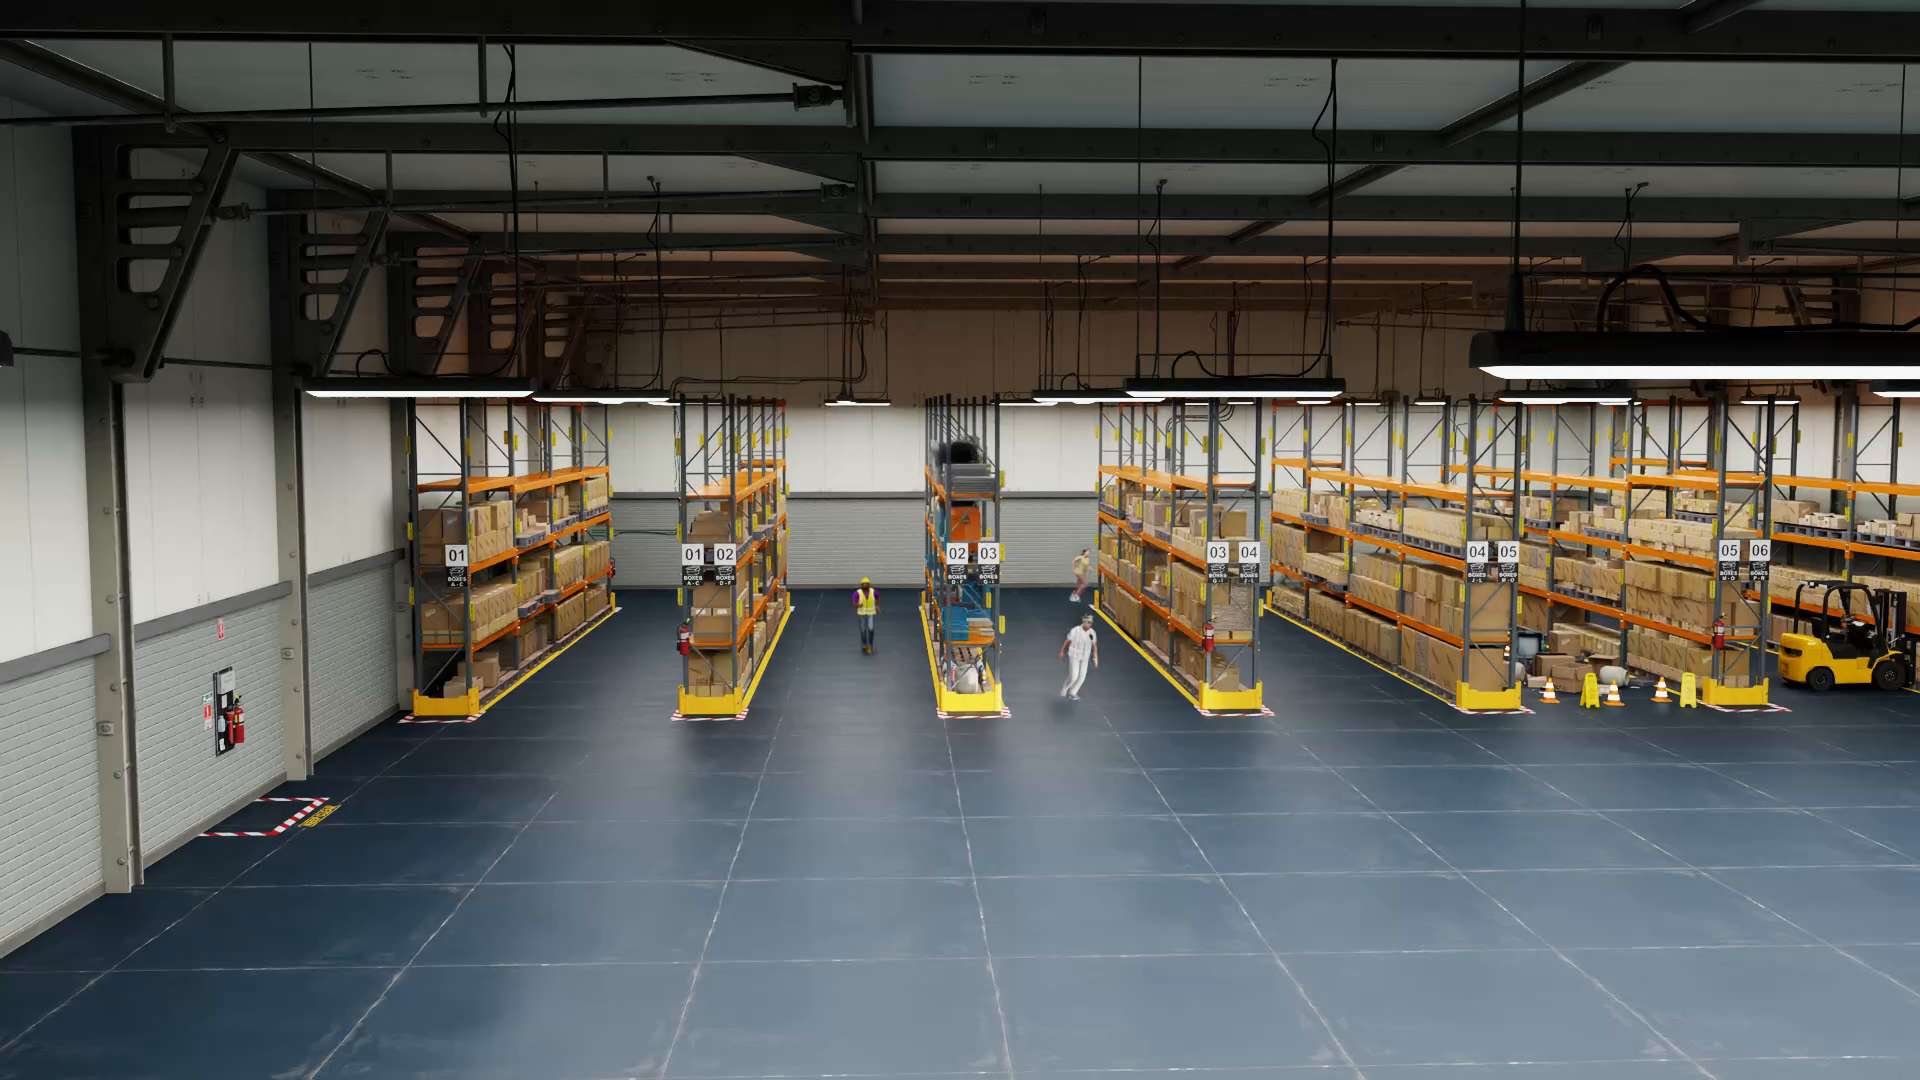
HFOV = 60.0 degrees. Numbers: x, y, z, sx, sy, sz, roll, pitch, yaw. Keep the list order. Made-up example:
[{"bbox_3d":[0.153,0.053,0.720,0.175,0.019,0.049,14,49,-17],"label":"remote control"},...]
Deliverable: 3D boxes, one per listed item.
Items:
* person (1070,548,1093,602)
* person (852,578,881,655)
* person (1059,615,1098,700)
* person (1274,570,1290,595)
[{"bbox_3d":[3.643,1.033,49.414,0.681,1.595,0.582,3,6,37],"label":"person"},{"bbox_3d":[-2.188,1.778,38.860,0.666,1.810,0.830,0,5,-2],"label":"person"},{"bbox_3d":[2.325,2.299,32.613,0.681,1.696,0.598,-2,5,-24],"label":"person"},{"bbox_3d":[9.512,1.048,48.870,0.878,1.692,0.628,0,5,6],"label":"person"}]
